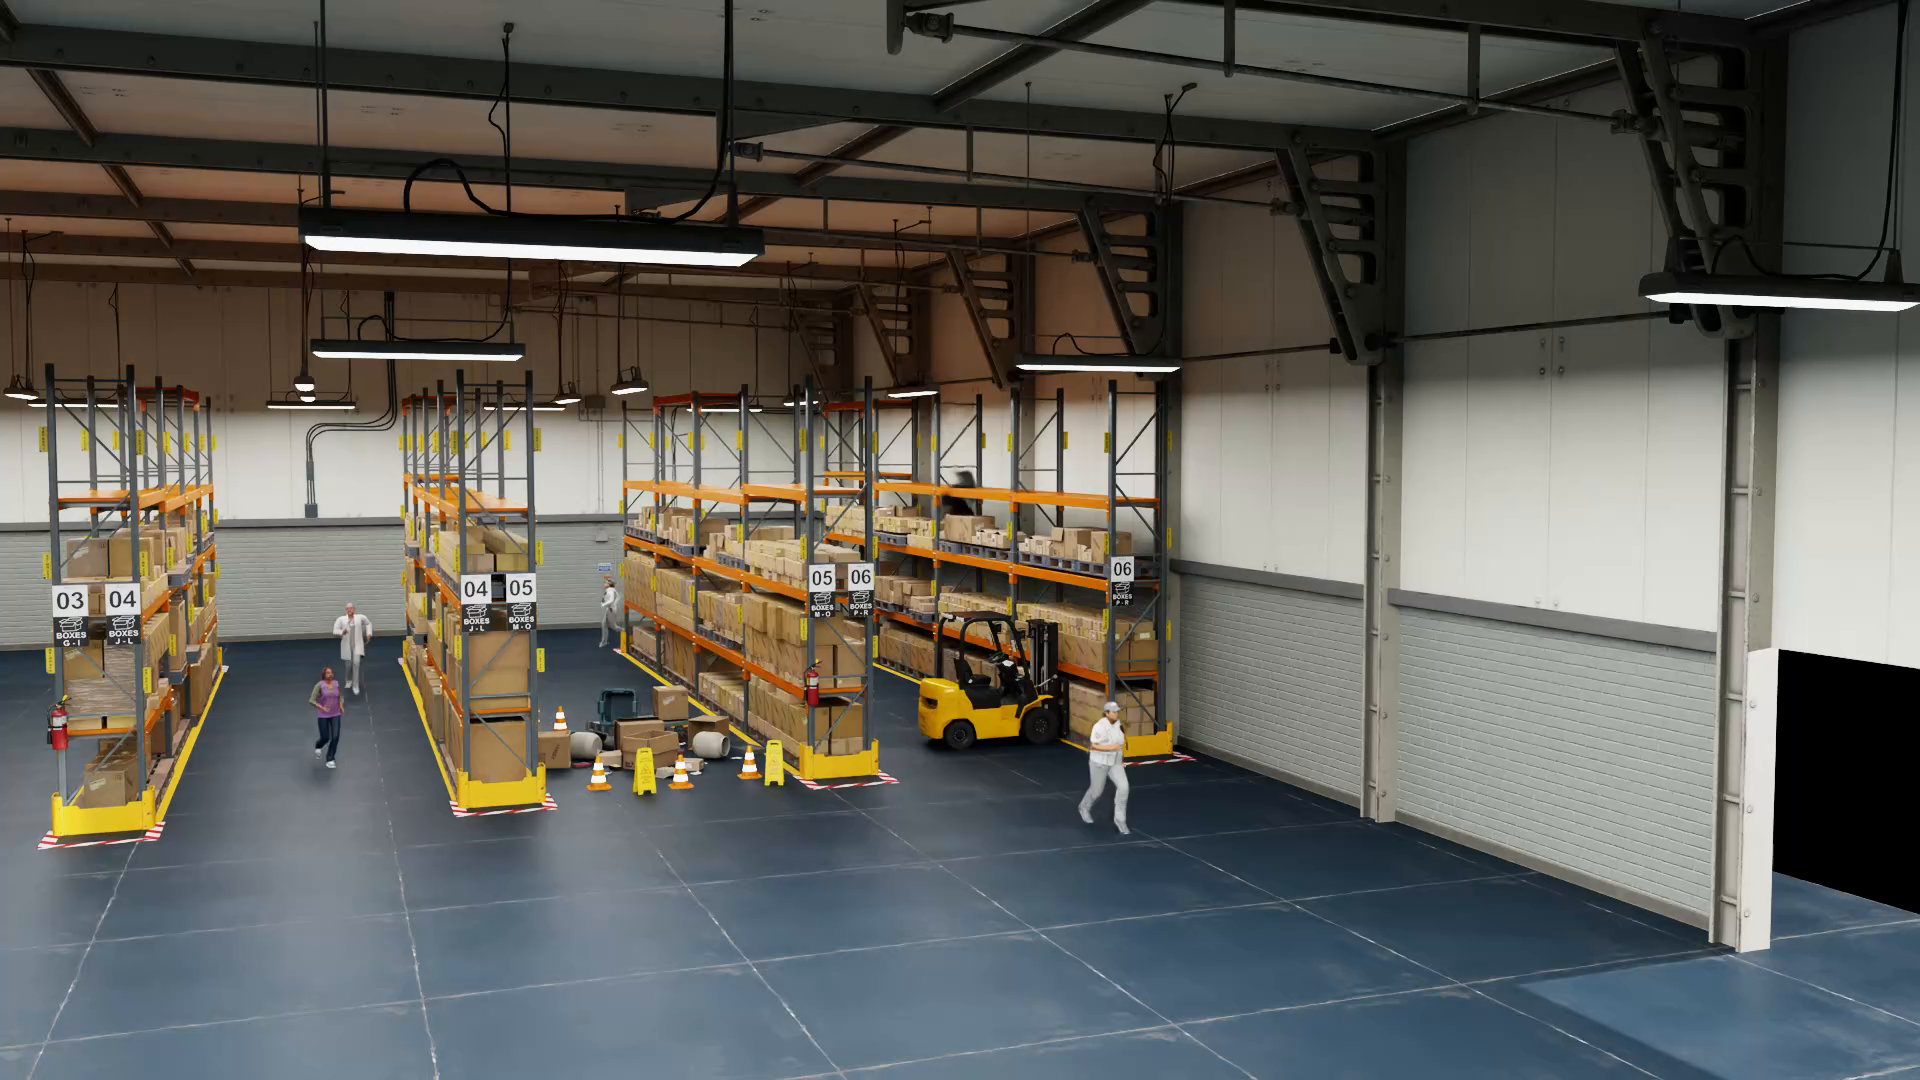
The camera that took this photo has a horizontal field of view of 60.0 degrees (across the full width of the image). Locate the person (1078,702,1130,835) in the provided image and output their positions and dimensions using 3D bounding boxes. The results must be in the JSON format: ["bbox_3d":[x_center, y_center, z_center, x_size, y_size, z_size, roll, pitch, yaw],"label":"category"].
[{"bbox_3d":[1.865,2.926,21.550,0.627,1.711,0.877,-3,4,-40],"label":"person"}]

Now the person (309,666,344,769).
[{"bbox_3d":[-9.762,2.722,25.674,0.542,1.559,0.625,-3,4,-42],"label":"person"}]

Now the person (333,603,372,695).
[{"bbox_3d":[-12.195,2.160,33.387,0.730,1.787,1.052,-1,3,-16],"label":"person"}]

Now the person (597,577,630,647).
[{"bbox_3d":[-8.506,1.779,40.751,0.809,1.722,0.628,-1,3,-13],"label":"person"}]
